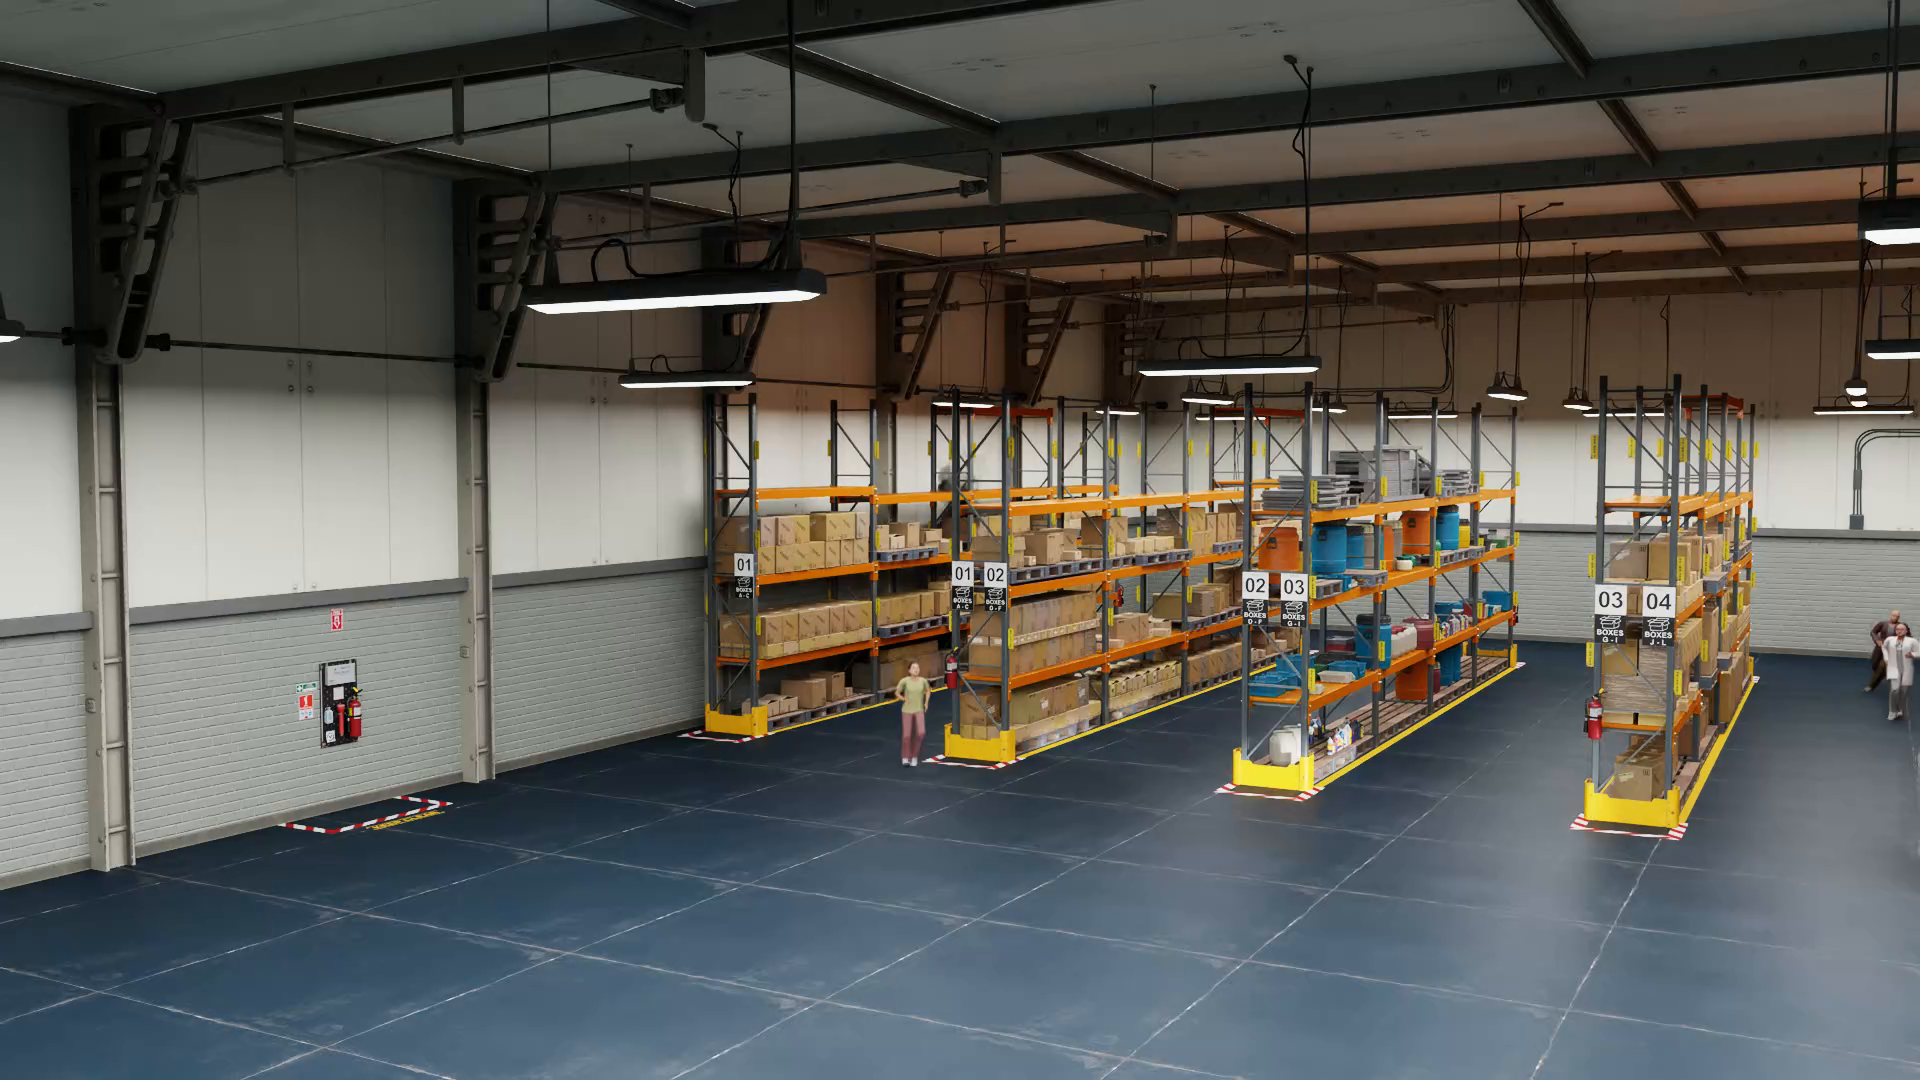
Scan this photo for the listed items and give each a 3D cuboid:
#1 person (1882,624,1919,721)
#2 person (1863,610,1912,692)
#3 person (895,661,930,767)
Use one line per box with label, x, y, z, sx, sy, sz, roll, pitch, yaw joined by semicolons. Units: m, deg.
person;17.441;2.470;30.815;0.666;1.842;0.818;2;4;30
person;19.214;2.291;34.381;0.754;1.699;0.989;3;4;43
person;-0.732;2.748;26.327;0.597;1.669;0.576;-1;3;-11
